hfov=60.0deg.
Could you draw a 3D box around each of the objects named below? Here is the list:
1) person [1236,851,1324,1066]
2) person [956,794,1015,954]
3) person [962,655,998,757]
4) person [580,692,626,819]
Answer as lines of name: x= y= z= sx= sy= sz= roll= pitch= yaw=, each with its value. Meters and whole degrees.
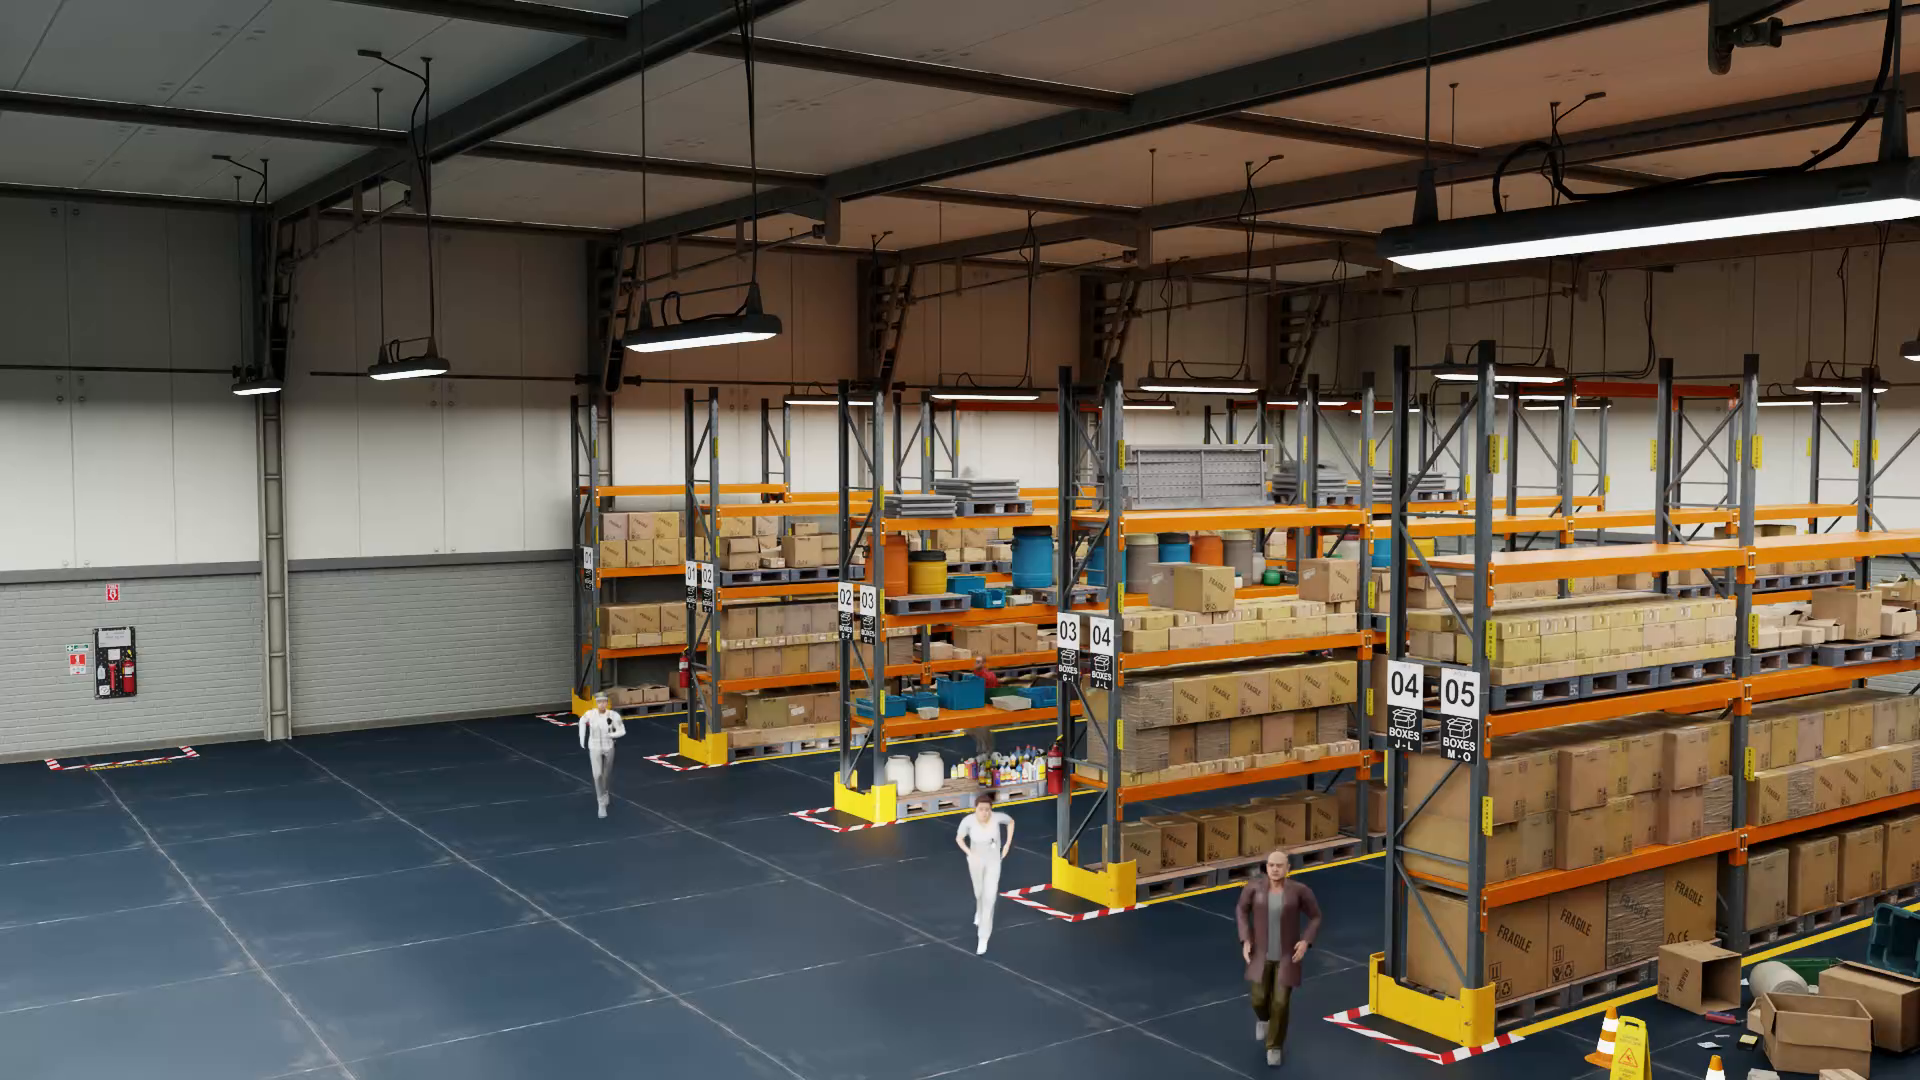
person: x=2.664 y=3.459 z=13.914 sx=0.731 sy=1.749 sz=0.633 roll=1 pitch=4 yaw=17
person: x=0.256 y=3.355 z=17.168 sx=0.604 sy=1.626 sz=0.999 roll=0 pitch=3 yaw=-2
person: x=0.332 y=2.696 z=26.884 sx=0.649 sy=1.682 sz=0.660 roll=-3 pitch=5 yaw=-43
person: x=-4.961 y=2.939 z=23.093 sx=0.635 sy=1.731 sz=0.897 roll=-1 pitch=3 yaw=-9
